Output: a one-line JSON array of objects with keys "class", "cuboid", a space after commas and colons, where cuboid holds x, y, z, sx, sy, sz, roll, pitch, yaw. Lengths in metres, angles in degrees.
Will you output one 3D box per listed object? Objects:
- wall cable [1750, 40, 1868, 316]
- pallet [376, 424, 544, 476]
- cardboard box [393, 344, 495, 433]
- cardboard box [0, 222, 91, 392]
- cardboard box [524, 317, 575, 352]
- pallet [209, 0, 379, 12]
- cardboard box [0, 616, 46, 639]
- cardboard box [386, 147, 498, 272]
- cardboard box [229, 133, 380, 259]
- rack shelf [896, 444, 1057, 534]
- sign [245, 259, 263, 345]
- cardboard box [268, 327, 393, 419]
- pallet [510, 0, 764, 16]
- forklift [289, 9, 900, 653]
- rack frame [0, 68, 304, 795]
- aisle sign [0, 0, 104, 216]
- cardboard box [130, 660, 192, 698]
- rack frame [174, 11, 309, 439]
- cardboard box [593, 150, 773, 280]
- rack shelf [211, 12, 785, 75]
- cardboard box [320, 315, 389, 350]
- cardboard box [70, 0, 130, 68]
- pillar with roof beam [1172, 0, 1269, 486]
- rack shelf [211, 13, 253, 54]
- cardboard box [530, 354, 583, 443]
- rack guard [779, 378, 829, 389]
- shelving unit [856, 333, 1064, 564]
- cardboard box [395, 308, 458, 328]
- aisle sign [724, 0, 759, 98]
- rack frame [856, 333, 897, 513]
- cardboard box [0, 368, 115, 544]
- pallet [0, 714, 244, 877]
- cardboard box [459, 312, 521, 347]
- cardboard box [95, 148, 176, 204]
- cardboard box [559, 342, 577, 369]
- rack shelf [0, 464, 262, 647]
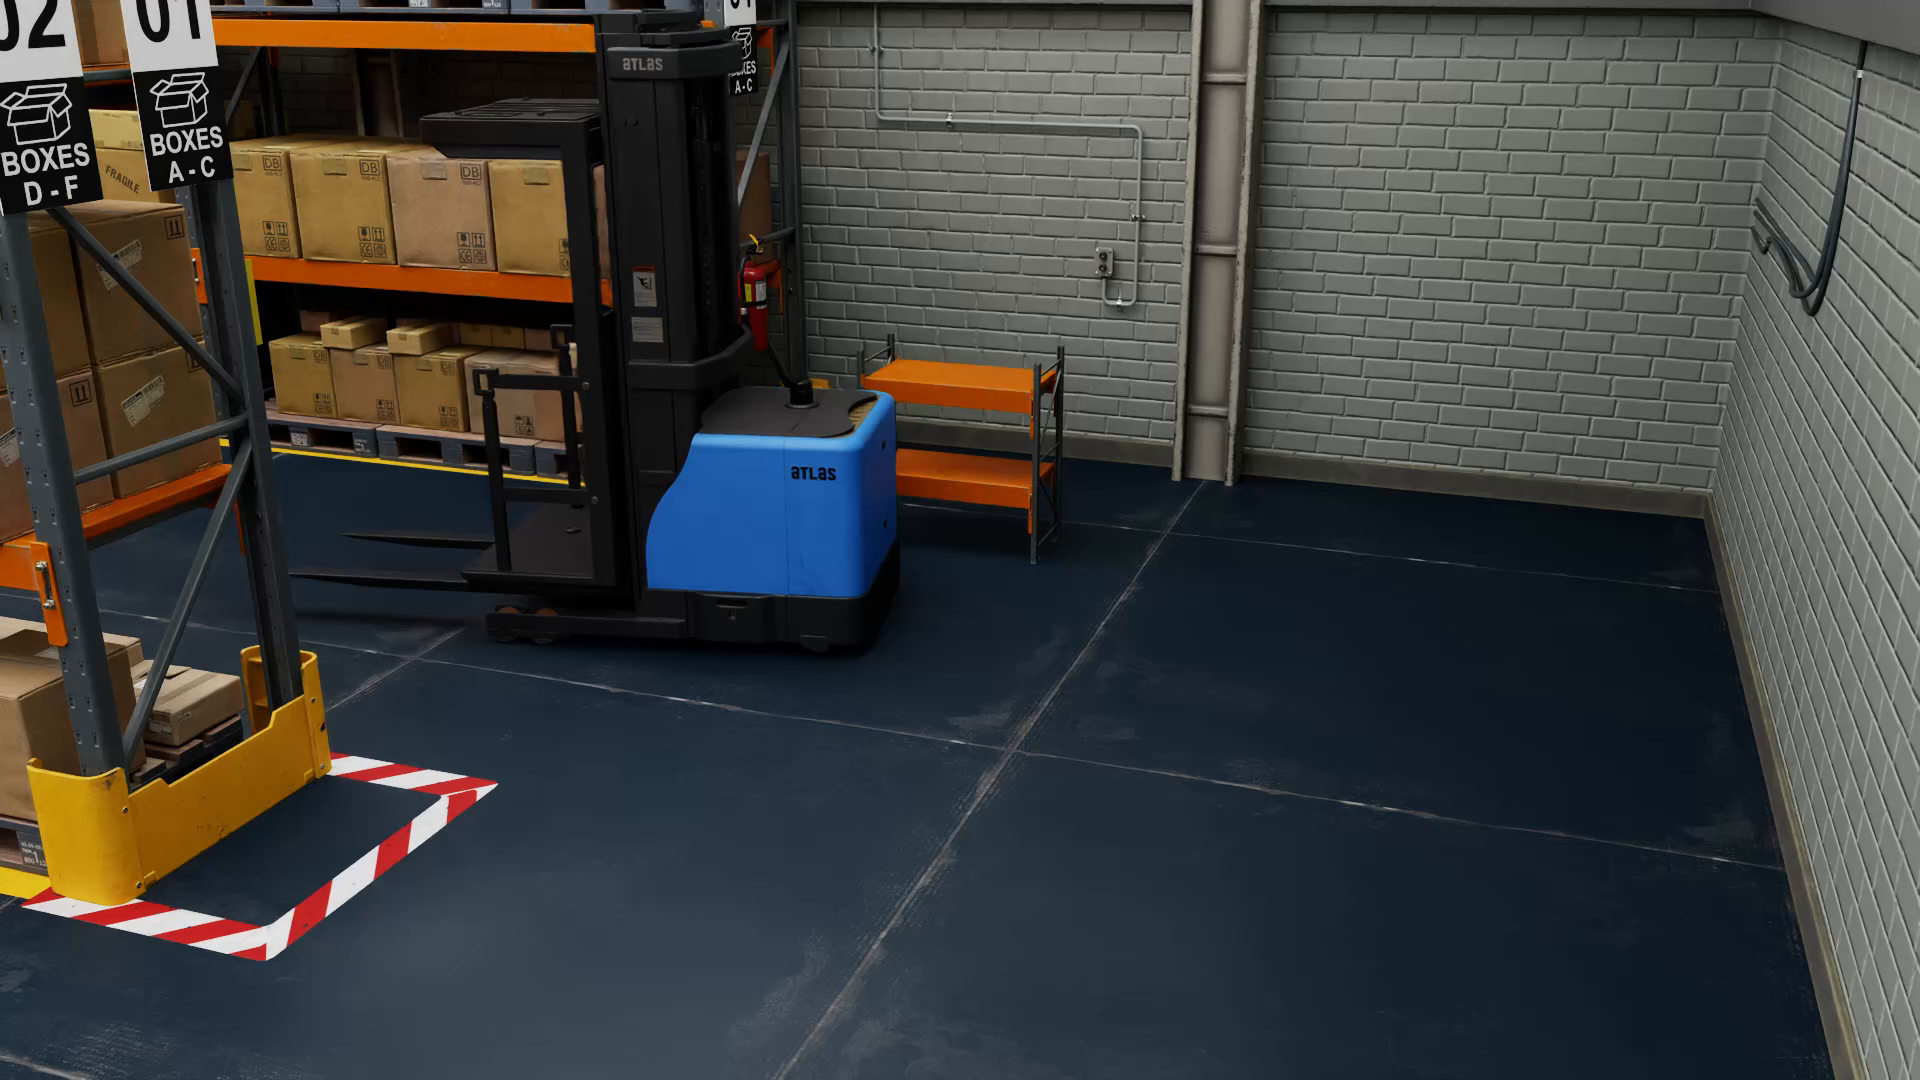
[{"class": "wall cable", "cuboid": [3.990, -2.495, 7.781, 0.112, 2.526, 3.097, 7, 20, 18]}, {"class": "pallet", "cuboid": [-3.165, -0.728, 11.345, 1.213, 0.211, 1.003, 7, 20, 18]}, {"class": "cardboard box", "cuboid": [-3.384, -1.077, 11.268, 0.500, 0.500, 0.700, 7, 20, 19]}, {"class": "cardboard box", "cuboid": [-3.369, -0.792, 5.620, 0.500, 0.500, 0.500, 6, 20, 18]}, {"class": "cardboard box", "cuboid": [-2.702, -1.377, 11.144, 0.250, 0.149, 0.380, 7, 20, 19]}, {"class": "pallet", "cuboid": [-4.245, -3.566, 10.826, 1.213, 0.211, 1.003, 7, 20, 18]}, {"class": "cardboard box", "cuboid": [-4.223, 0.526, 7.020, 0.500, 0.250, 0.500, 7, 20, 18]}, {"class": "cardboard box", "cuboid": [-3.129, -2.205, 10.888, 0.700, 0.700, 0.980, 6, 20, 15]}, {"class": "cardboard box", "cuboid": [-4.507, -2.361, 11.336, 0.700, 0.700, 0.980, 7, 20, 19]}, {"class": "rack shelf", "cuboid": [0.006, -0.300, 9.469, 1.000, 0.278, 0.538, 7, 20, 18]}, {"class": "sign", "cuboid": [-2.680, -0.888, 6.250, 0.005, 0.325, 0.100, 7, 20, 18]}, {"class": "cardboard box", "cuboid": [-4.342, -1.188, 11.587, 0.500, 0.500, 0.700, 7, 20, 19]}, {"class": "pallet", "cuboid": [-1.940, -3.302, 10.070, 1.213, 0.211, 1.003, 7, 20, 18]}, {"class": "forklift", "cuboid": [-1.877, -1.046, 8.125, 3.031, 2.935, 1.130, 3, 19, 7]}, {"class": "rack frame", "cuboid": [-2.858, -0.310, 5.909, 0.127, 3.000, 1.000, 7, 20, 18]}, {"class": "aisle sign", "cuboid": [-2.894, -1.435, 5.187, 0.004, 0.787, 0.394, 7, 20, 18]}, {"class": "cardboard box", "cuboid": [-3.377, 0.641, 6.817, 0.250, 0.166, 0.380, 7, 20, 18]}, {"class": "rack frame", "cuboid": [-5.014, -2.283, 11.568, 0.127, 3.000, 1.000, 7, 20, 18]}, {"class": "cardboard box", "cuboid": [-1.721, -2.044, 10.428, 0.700, 0.700, 0.980, 7, 21, 21]}, {"class": "rack shelf", "cuboid": [-3.125, -3.144, 10.573, 4.000, 0.370, 1.077, 7, 20, 18]}, {"class": "cardboard box", "cuboid": [-4.078, -1.401, 11.212, 0.250, 0.149, 0.380, 7, 20, 20]}, {"class": "cardboard box", "cuboid": [-3.260, -1.790, 5.826, 0.500, 0.250, 0.500, 7, 20, 18]}, {"class": "pillar with roof beam", "cuboid": [0.186, -3.322, 5.436, 0.400, 9.000, 9.100, 7, 20, 18]}, {"class": "rack shelf", "cuboid": [-6.904, -3.576, 11.813, 4.000, 0.370, 1.077, 7, 20, 18]}, {"class": "cardboard box", "cuboid": [-2.403, -0.967, 10.954, 0.500, 0.500, 0.700, 6, 20, 18]}, {"class": "rack guard", "cuboid": [-1.213, -0.668, 10.733, 0.348, 0.500, 1.175, 7, 20, 18]}, {"class": "shelving unit", "cuboid": [0.006, -0.530, 9.389, 1.048, 1.125, 0.538, 7, 20, 18]}, {"class": "cardboard box", "cuboid": [-3.666, -1.487, 11.460, 0.250, 0.149, 0.380, 6, 20, 16]}, {"class": "aisle sign", "cuboid": [-1.266, -2.977, 9.611, 0.004, 0.787, 0.394, 7, 20, 18]}, {"class": "rack frame", "cuboid": [-0.474, -0.585, 9.547, 0.032, 1.125, 0.500, 7, 20, 18]}, {"class": "cardboard box", "cuboid": [-3.370, -0.321, 5.788, 0.500, 0.500, 0.500, 7, 20, 20]}, {"class": "pallet", "cuboid": [-3.683, 0.913, 6.638, 1.213, 0.211, 1.003, 7, 20, 18]}, {"class": "cardboard box", "cuboid": [-3.183, -1.432, 11.302, 0.250, 0.149, 0.380, 6, 20, 17]}, {"class": "cardboard box", "cuboid": [-5.533, -2.451, 11.418, 0.500, 0.500, 0.500, 6, 20, 17]}, {"class": "cardboard box", "cuboid": [-2.353, -1.204, 10.648, 0.250, 0.149, 0.380, 7, 20, 20]}, {"class": "rack shelf", "cuboid": [-4.747, -0.187, 6.647, 4.000, 0.370, 1.077, 7, 20, 18]}]
